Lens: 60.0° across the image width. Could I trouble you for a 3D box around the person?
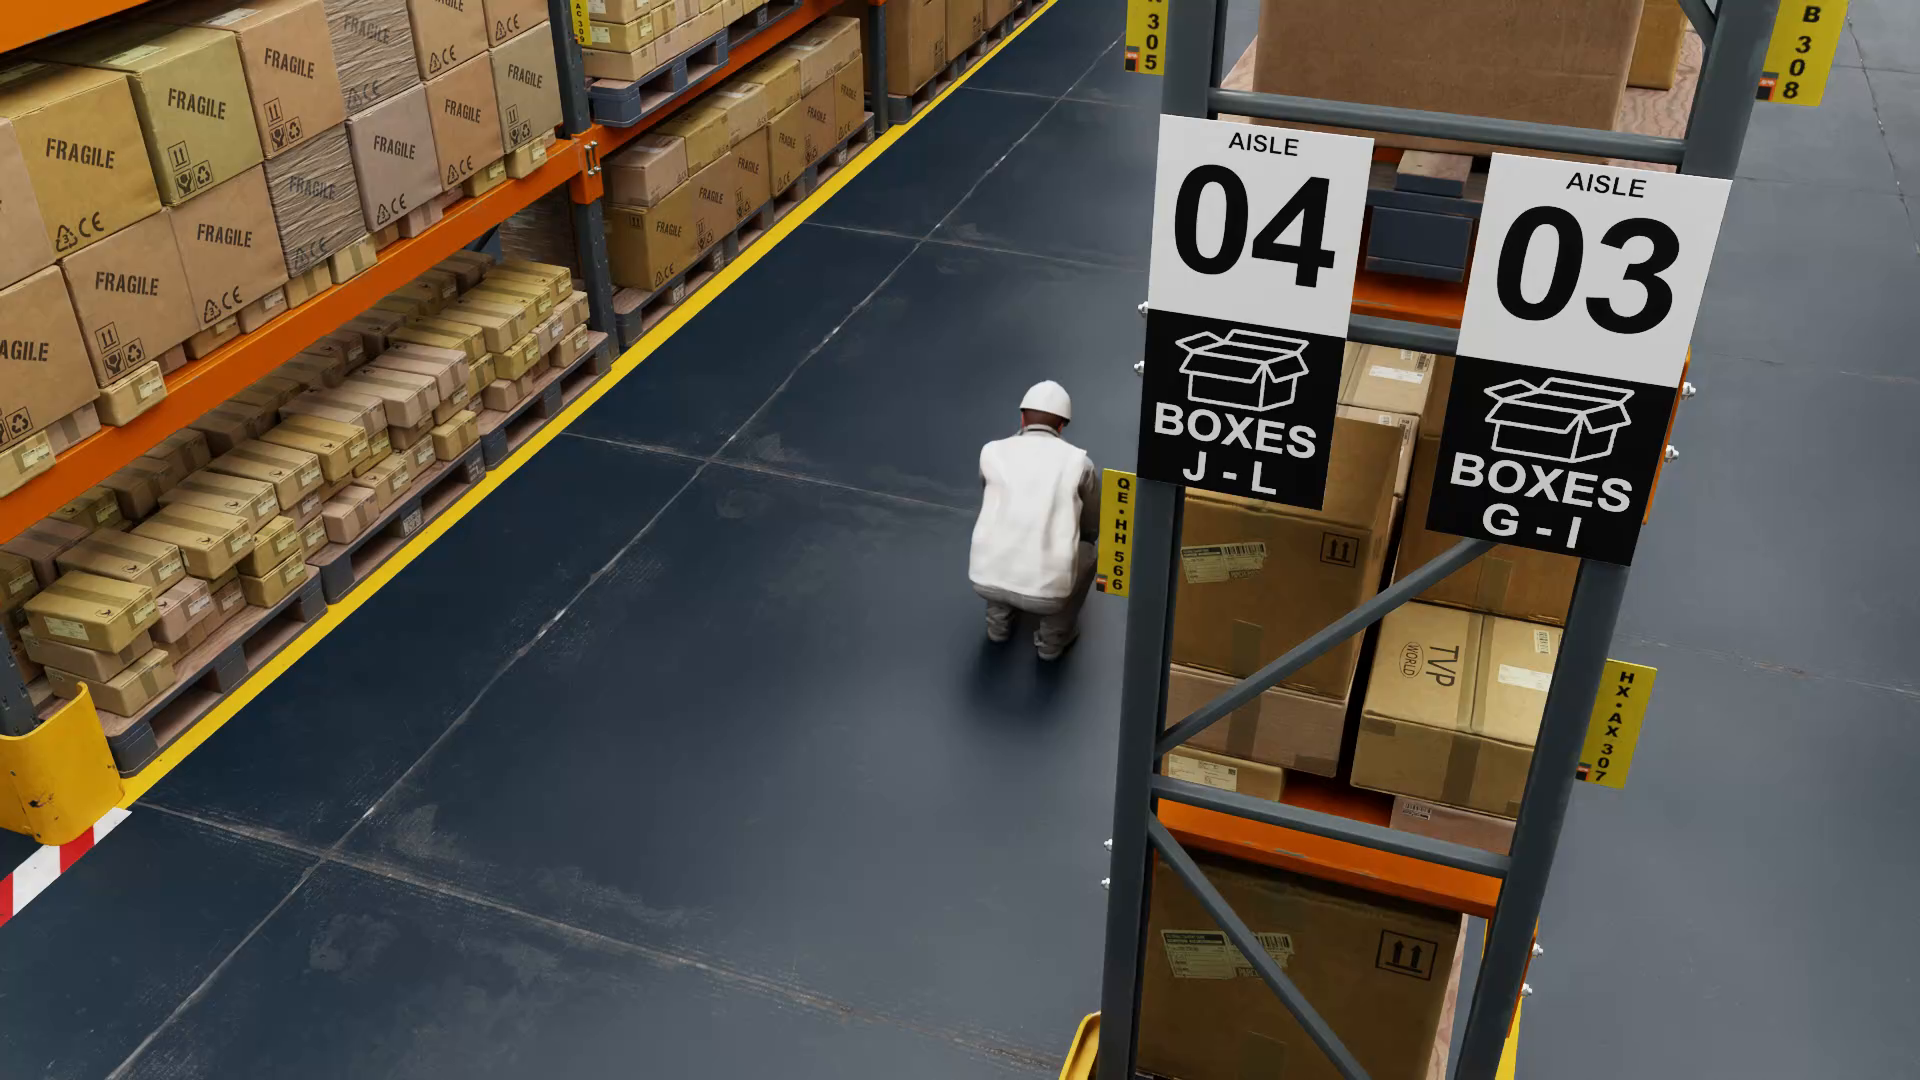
[{"bbox_3d":[0.317,-0.075,6.941,0.534,1.011,0.855,11,35,17],"label":"person"}]
